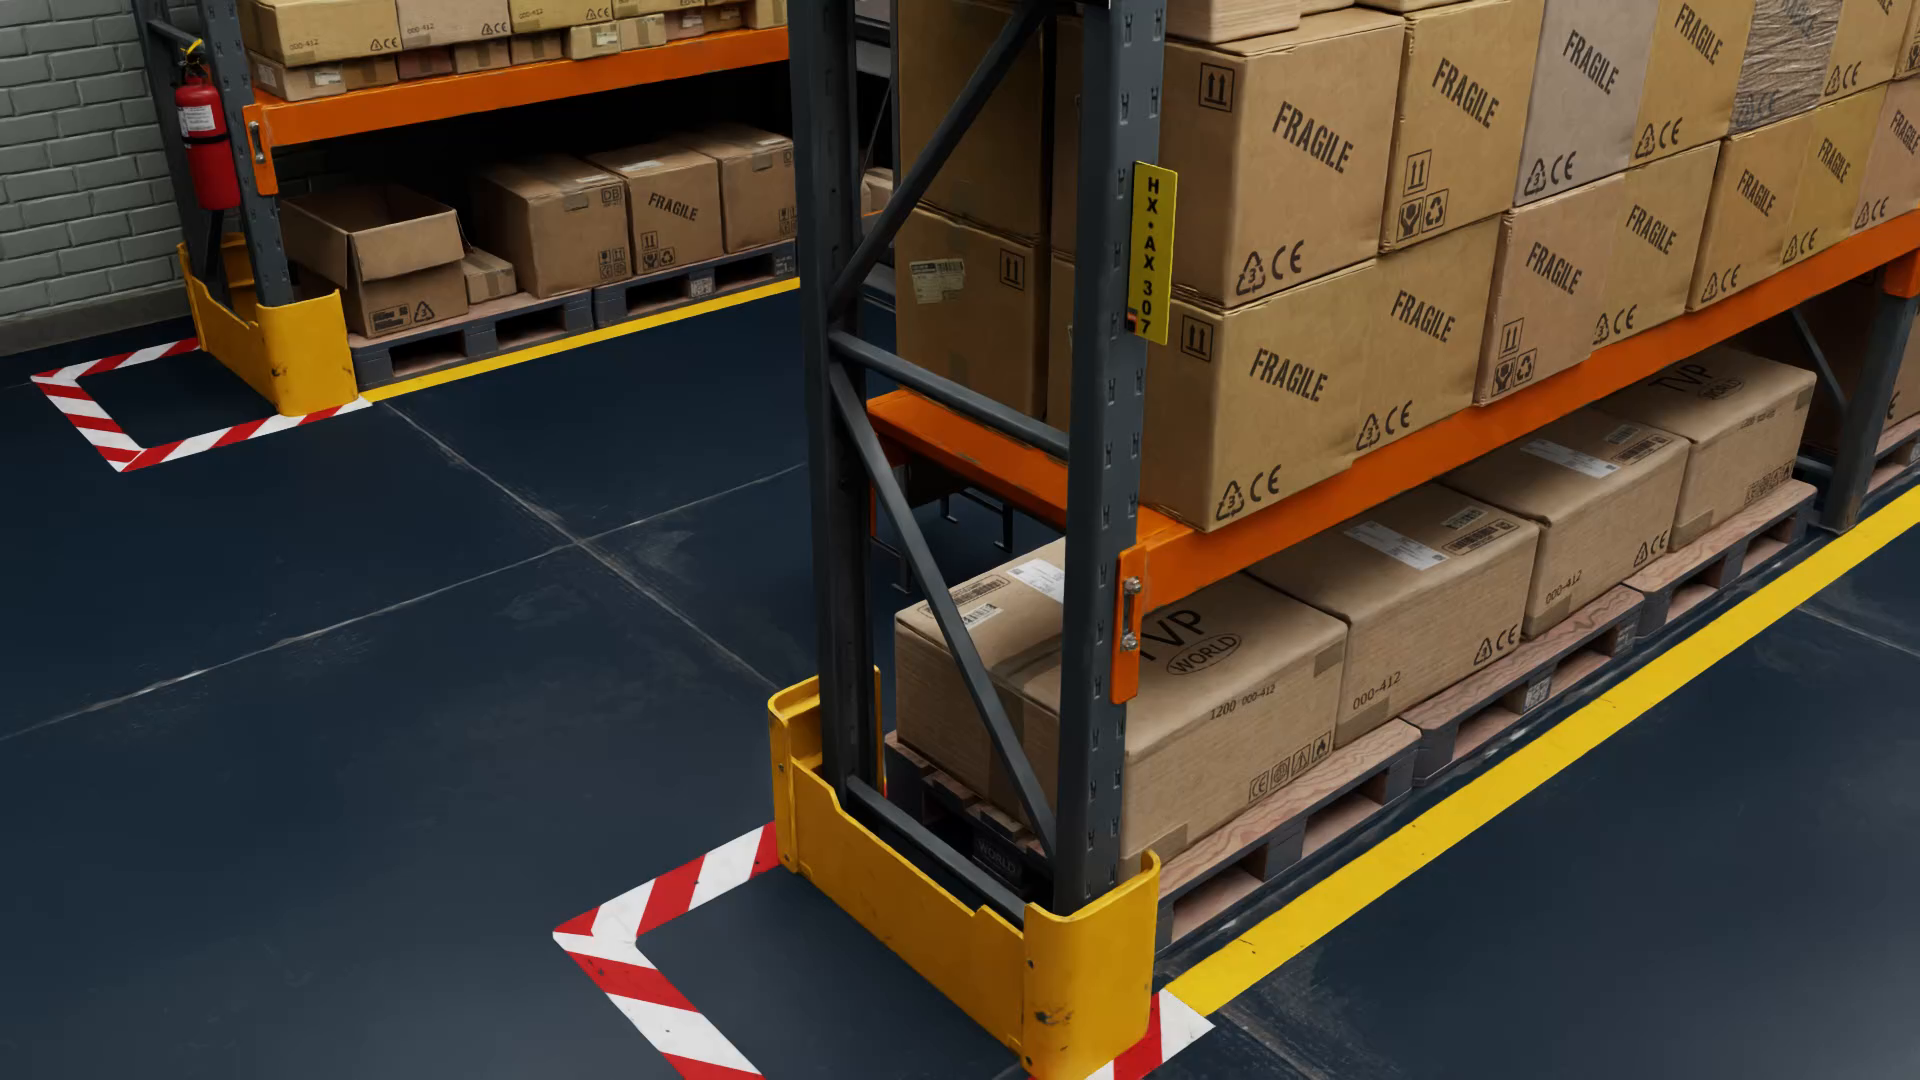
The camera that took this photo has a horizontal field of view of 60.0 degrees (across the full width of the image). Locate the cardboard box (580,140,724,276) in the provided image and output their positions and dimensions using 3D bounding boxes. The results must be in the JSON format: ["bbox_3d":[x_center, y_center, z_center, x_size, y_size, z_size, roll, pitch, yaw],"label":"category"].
[{"bbox_3d":[-1.561,-1.694,8.444,0.500,0.500,0.500,-21,35,-34],"label":"cardboard box"}]

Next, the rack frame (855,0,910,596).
[{"bbox_3d":[-0.312,-0.801,5.521,0.015,2.100,0.400,-22,35,-35],"label":"rack frame"}]

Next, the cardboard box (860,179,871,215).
[{"bbox_3d":[-0.692,-1.903,9.083,0.258,0.266,0.396,-20,34,-33],"label":"cardboard box"}]

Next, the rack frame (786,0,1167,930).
[{"bbox_3d":[-0.006,-0.306,3.640,0.127,3.000,1.000,-22,35,-35],"label":"rack frame"}]

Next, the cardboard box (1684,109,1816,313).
[{"bbox_3d":[2.090,-1.022,4.874,0.500,0.500,0.500,-23,35,-36],"label":"cardboard box"}]

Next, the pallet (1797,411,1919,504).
[{"bbox_3d":[3.575,-0.563,7.080,1.213,0.211,1.003,-22,35,-35],"label":"pallet"}]

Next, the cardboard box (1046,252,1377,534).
[{"bbox_3d":[0.546,-0.394,3.699,0.500,0.500,0.500,-22,35,-35],"label":"cardboard box"}]

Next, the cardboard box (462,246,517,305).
[{"bbox_3d":[-2.355,-1.282,8.045,0.250,0.149,0.380,-24,36,-37],"label":"cardboard box"}]

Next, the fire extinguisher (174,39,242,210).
[{"bbox_3d":[-3.042,-1.676,6.680,0.183,0.674,0.296,-22,35,-35],"label":"fire extinguisher"}]

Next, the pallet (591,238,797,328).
[{"bbox_3d":[-1.639,-1.494,8.821,1.213,0.211,1.003,-22,35,-35],"label":"pallet"}]

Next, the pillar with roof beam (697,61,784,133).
[{"bbox_3d":[1.492,-4.521,5.162,0.400,9.000,9.100,-22,35,-35],"label":"pillar with roof beam"}]

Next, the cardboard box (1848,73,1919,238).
[{"bbox_3d":[2.850,-1.340,5.470,0.500,0.500,0.500,-22,35,-34],"label":"cardboard box"}]

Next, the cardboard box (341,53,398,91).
[{"bbox_3d":[-2.639,-2.071,7.209,0.250,0.149,0.380,-21,35,-34],"label":"cardboard box"}]

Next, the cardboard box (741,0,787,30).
[{"bbox_3d":[-1.025,-2.675,8.340,0.250,0.149,0.380,-22,35,-36],"label":"cardboard box"}]

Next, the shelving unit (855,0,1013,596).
[{"bbox_3d":[-0.126,-0.875,5.660,0.503,2.100,0.431,-22,35,-35],"label":"shelving unit"}]

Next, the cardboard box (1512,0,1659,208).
[{"bbox_3d":[1.319,-1.157,4.065,0.500,0.500,0.500,-22,35,-35],"label":"cardboard box"}]

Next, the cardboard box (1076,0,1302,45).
[{"bbox_3d":[0.444,-1.087,3.246,0.250,0.149,0.380,-21,35,-34],"label":"cardboard box"}]

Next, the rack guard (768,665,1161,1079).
[{"bbox_3d":[-0.024,0.804,4.216,0.348,0.500,1.175,-22,35,-35],"label":"rack guard"}]

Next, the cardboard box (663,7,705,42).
[{"bbox_3d":[-1.451,-2.544,8.094,0.250,0.149,0.380,-22,35,-35],"label":"cardboard box"}]

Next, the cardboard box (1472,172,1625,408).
[{"bbox_3d":[1.311,-0.708,4.286,0.500,0.500,0.500,-22,35,-35],"label":"cardboard box"}]

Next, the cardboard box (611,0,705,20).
[{"bbox_3d":[-1.568,-2.667,7.901,0.500,0.250,0.500,-23,36,-36],"label":"cardboard box"}]

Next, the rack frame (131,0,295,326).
[{"bbox_3d":[-3.230,-2.085,6.969,0.127,3.000,1.000,-22,35,-35],"label":"rack frame"}]

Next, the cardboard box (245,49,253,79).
[{"bbox_3d":[-3.152,-2.172,7.398,0.250,0.149,0.380,-22,35,-35],"label":"cardboard box"}]

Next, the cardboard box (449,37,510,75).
[{"bbox_3d":[-2.229,-2.219,7.486,0.250,0.149,0.380,-21,34,-33],"label":"cardboard box"}]

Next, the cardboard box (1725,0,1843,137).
[{"bbox_3d":[2.085,-1.460,4.633,0.500,0.500,0.500,-21,35,-34],"label":"cardboard box"}]

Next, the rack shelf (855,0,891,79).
[{"bbox_3d":[-0.126,-1.481,5.337,0.480,0.518,0.431,-22,35,-35],"label":"rack shelf"}]

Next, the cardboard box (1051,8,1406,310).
[{"bbox_3d":[0.544,-0.836,3.465,0.500,0.500,0.500,-23,36,-36],"label":"cardboard box"}]

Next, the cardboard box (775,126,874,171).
[{"bbox_3d":[-0.843,-2.190,9.574,0.500,0.311,0.500,-20,34,-33],"label":"cardboard box"}]

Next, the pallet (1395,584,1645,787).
[{"bbox_3d":[1.479,0.280,5.503,1.213,0.211,1.003,-22,35,-35],"label":"pallet"}]

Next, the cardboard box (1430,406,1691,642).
[{"bbox_3d":[1.809,-0.157,5.635,0.875,0.438,0.875,-23,36,-36],"label":"cardboard box"}]

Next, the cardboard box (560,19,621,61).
[{"bbox_3d":[-1.790,-2.352,7.736,0.250,0.149,0.380,-23,36,-36],"label":"cardboard box"}]

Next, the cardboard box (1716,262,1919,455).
[{"bbox_3d":[3.457,-0.996,6.741,0.875,0.875,0.875,-21,34,-33],"label":"cardboard box"}]

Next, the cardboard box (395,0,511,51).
[{"bbox_3d":[-2.327,-2.346,7.302,0.500,0.250,0.500,-21,35,-34],"label":"cardboard box"}]

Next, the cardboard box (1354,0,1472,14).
[{"bbox_3d":[0.869,-1.231,3.515,0.250,0.149,0.380,-21,34,-33],"label":"cardboard box"}]

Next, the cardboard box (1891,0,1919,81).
[{"bbox_3d":[2.858,-1.772,5.216,0.500,0.500,0.500,-22,35,-35],"label":"cardboard box"}]

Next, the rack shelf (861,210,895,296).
[{"bbox_3d":[-0.126,-0.863,5.667,0.480,0.518,0.431,-22,35,-35],"label":"rack shelf"}]

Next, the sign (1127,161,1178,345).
[{"bbox_3d":[0.350,-0.522,3.042,0.005,0.325,0.100,-22,35,-35],"label":"sign"}]

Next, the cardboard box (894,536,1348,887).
[{"bbox_3d":[0.432,0.401,4.590,0.875,0.438,0.875,-23,36,-37],"label":"cardboard box"}]
